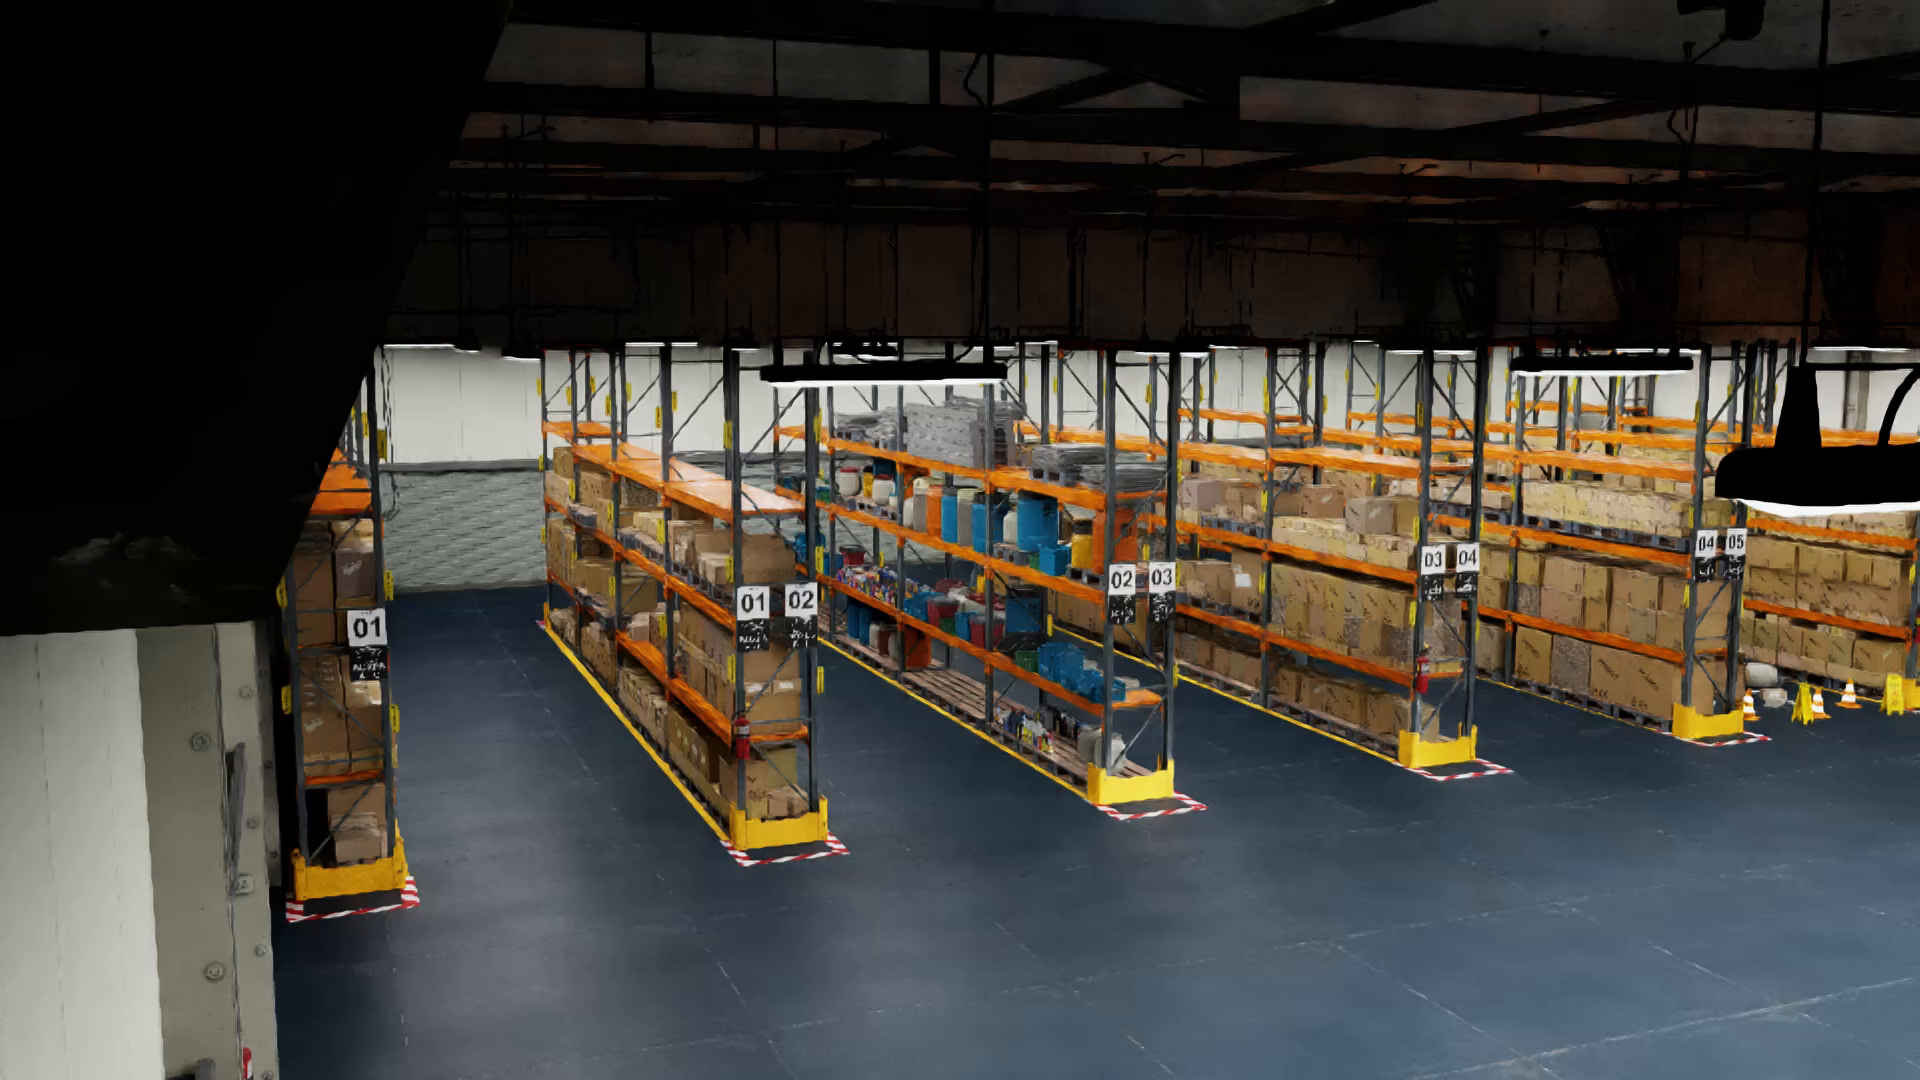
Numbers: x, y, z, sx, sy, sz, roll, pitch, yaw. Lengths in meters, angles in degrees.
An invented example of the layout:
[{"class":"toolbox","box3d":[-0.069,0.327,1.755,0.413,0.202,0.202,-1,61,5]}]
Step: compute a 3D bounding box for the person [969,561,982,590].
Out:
[{"class":"person","box3d":[0.514,0.286,39.705,0.534,1.756,0.732,2,8,14]}]
